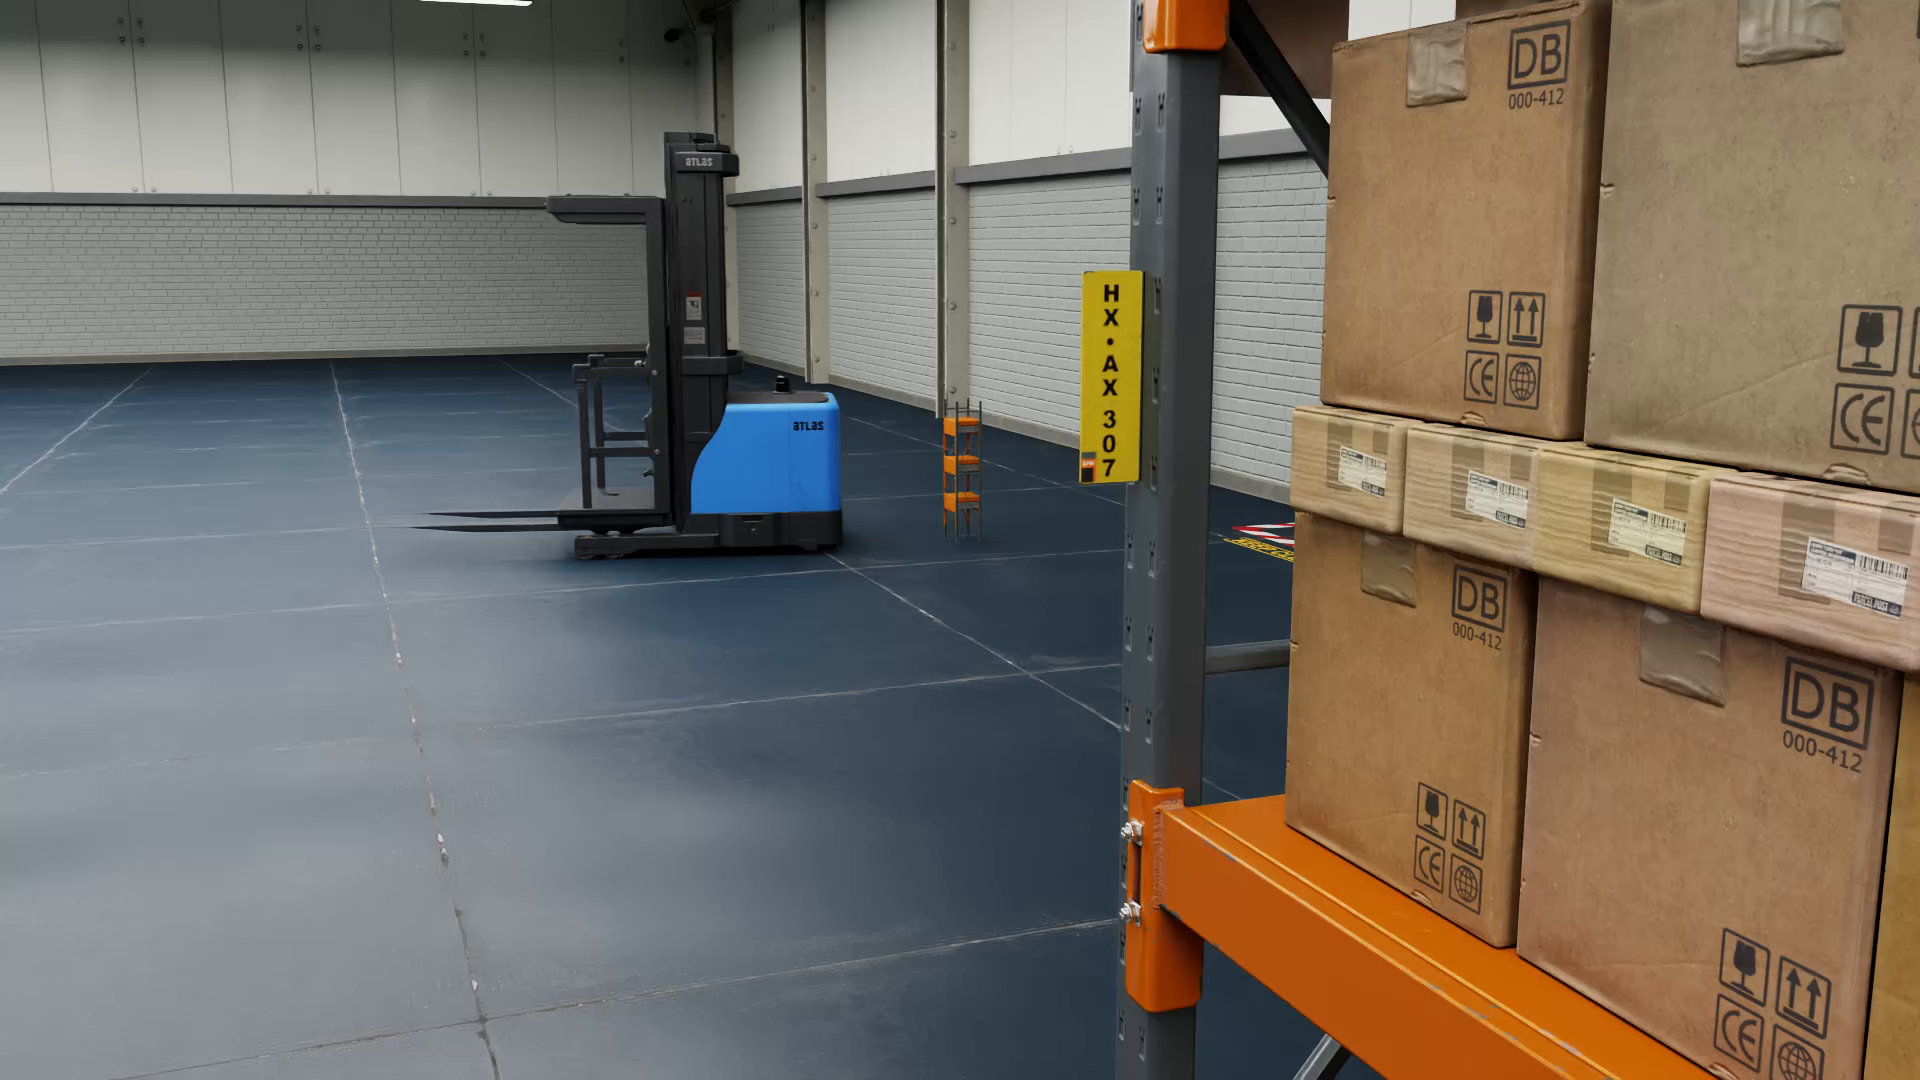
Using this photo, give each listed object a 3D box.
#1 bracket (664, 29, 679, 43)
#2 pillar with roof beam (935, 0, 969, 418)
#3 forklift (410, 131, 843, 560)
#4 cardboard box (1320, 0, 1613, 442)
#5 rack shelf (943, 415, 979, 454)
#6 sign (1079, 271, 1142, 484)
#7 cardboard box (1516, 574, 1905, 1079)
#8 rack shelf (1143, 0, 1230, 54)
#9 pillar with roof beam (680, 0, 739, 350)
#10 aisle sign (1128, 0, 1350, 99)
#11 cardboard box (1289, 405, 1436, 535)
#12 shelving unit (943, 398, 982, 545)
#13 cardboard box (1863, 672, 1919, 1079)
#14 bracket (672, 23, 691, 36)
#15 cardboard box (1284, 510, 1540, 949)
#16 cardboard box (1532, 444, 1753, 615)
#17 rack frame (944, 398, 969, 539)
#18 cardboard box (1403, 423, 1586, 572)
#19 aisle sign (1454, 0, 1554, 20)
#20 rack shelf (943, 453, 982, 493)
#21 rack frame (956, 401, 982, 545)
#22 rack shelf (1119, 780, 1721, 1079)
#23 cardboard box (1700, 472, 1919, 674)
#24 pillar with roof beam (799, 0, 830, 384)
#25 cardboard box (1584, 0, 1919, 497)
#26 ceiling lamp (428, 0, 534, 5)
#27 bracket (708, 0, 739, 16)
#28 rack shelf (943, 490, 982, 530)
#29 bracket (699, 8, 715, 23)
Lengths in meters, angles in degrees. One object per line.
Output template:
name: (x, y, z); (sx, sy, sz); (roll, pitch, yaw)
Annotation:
bracket: (-5.784, -10.130, 33.395); (0.235, 0.232, 0.430); (-4, 11, -21)
pillar with roof beam: (-4.108, -5.694, 18.733); (9.100, 9.000, 0.400); (-4, 11, -21)
forklift: (-2.395, -1.403, 11.937); (3.031, 2.935, 1.130); (-1, 10, -6)
cardboard box: (0.928, -0.422, 2.237); (0.700, 0.500, 0.500); (-4, 11, -21)
rack shelf: (0.019, -0.777, 12.231); (0.215, 0.259, 0.240); (-4, 11, -21)
sign: (0.233, -0.250, 2.565); (0.100, 0.325, 0.005); (-4, 11, -21)
cardboard box: (1.104, 0.294, 1.919); (0.700, 0.500, 0.500); (-4, 11, -19)
rack shelf: (1.477, -0.616, 0.805); (1.077, 0.370, 4.000); (-4, 11, -21)
pillar with roof beam: (-8.456, -7.652, 29.745); (9.100, 9.000, 0.548); (-4, 11, -21)
aisle sign: (0.443, -1.091, 2.564); (0.394, 0.787, 0.004); (-4, 11, -21)
cardboard box: (0.693, -0.110, 2.338); (0.380, 0.149, 0.250); (-4, 11, -21)
shelving unit: (0.019, -0.508, 12.279); (0.215, 1.050, 0.252); (-4, 11, -21)
cardboard box: (1.279, 0.375, 1.461); (0.700, 0.500, 0.500); (-4, 11, -21)
bracket: (-5.570, -10.033, 32.853); (0.076, 0.066, 3.189); (-4, 11, -21)
cardboard box: (0.909, 0.208, 2.399); (0.700, 0.500, 0.500); (-4, 11, -21)
cardboard box: (0.881, -0.027, 1.867); (0.380, 0.149, 0.250); (-4, 11, -21)
rack frame: (-0.025, -0.528, 12.391); (0.200, 1.050, 0.008); (-4, 11, -21)
cardboard box: (0.792, -0.067, 2.097); (0.380, 0.149, 0.250); (-4, 11, -22)
aisle sign: (1.002, -1.129, 2.778); (0.394, 0.787, 0.004); (-4, 11, -21)
rack shelf: (0.019, -0.498, 12.281); (0.215, 0.259, 0.240); (-4, 11, -21)
rack frame: (0.064, -0.488, 12.167); (0.200, 1.050, 0.008); (-4, 11, -21)
rack shelf: (1.477, 0.861, 1.068); (1.077, 0.370, 4.000); (-4, 11, -21)
cardboard box: (0.970, 0.015, 1.635); (0.380, 0.149, 0.250); (-4, 11, -22)
pillar with roof beam: (-6.282, -6.673, 24.239); (9.100, 9.000, 0.400); (-4, 11, -21)
cardboard box: (1.124, -0.336, 1.756); (0.700, 0.500, 0.500); (-4, 11, -22)
ceiling lamp: (-7.667, -9.854, 25.454); (2.000, 3.185, 0.800); (-4, 11, -21)
bracket: (-3.691, -9.187, 28.094); (0.076, 0.066, 4.783); (-4, 11, -21)
rack shelf: (0.019, -0.224, 12.330); (0.215, 0.259, 0.240); (-4, 11, -21)
bracket: (-4.624, -9.607, 30.458); (0.235, 0.232, 0.430); (-4, 11, -21)
